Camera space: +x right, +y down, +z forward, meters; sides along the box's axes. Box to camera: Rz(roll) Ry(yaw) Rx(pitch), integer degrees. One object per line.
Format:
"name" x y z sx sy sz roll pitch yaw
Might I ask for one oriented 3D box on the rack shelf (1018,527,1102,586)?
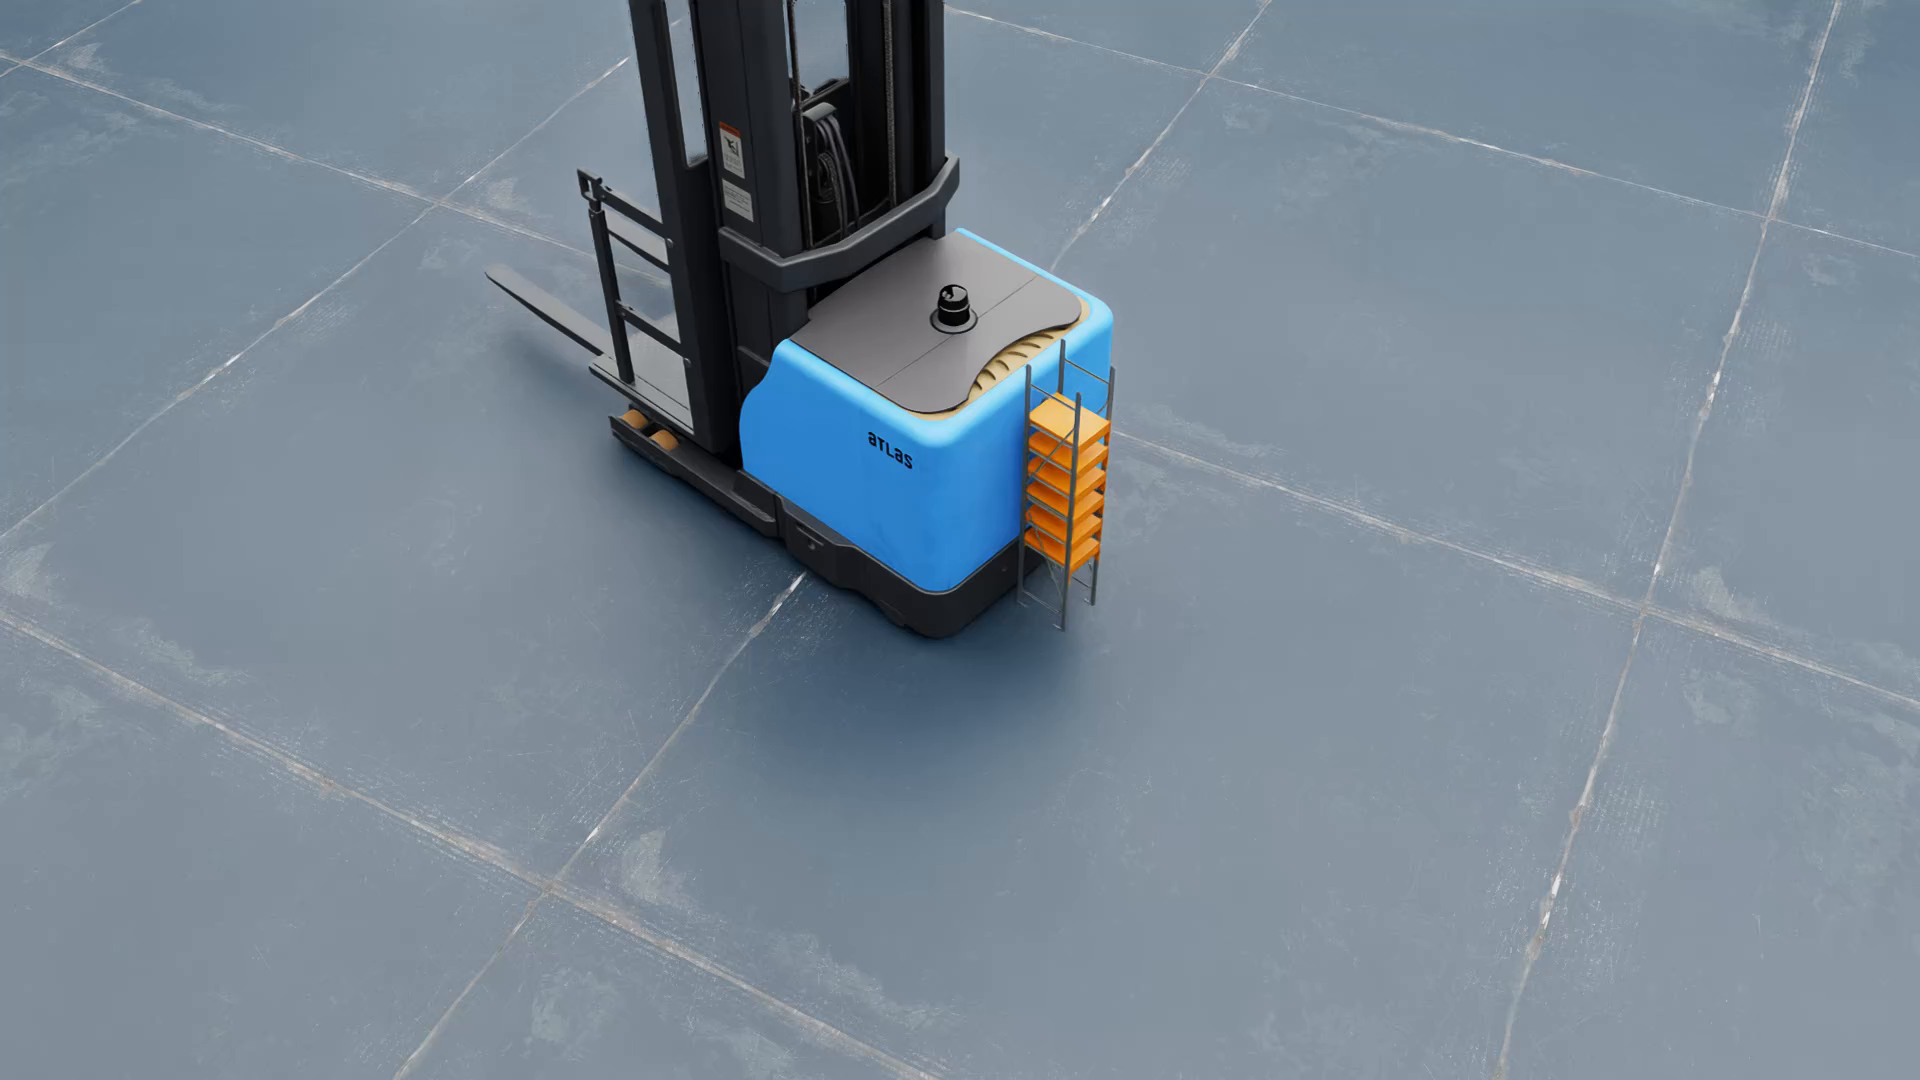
"rack shelf" 0.376 0.029 6.277 0.258 0.103 0.180 33 54 28

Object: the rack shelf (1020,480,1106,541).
"rack shelf" 0.376 -0.139 6.106 0.258 0.103 0.180 33 54 28

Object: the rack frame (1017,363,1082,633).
"rack frame" 0.315 -0.122 6.027 0.240 1.200 0.006 33 54 28

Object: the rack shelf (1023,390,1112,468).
"rack shelf" 0.376 -0.392 5.850 0.258 0.103 0.180 33 54 28

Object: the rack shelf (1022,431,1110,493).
"rack shelf" 0.376 -0.308 5.935 0.258 0.103 0.180 33 54 28

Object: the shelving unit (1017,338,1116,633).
"shelving unit" 0.376 -0.171 6.075 0.258 1.200 0.189 33 54 28

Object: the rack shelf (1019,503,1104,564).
"rack shelf" 0.376 -0.055 6.192 0.258 0.103 0.180 33 54 28

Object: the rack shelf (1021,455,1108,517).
"rack shelf" 0.376 -0.224 6.021 0.258 0.103 0.180 33 54 28

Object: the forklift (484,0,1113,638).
"forklift" -0.852 -1.577 6.248 3.031 2.935 1.130 33 54 28

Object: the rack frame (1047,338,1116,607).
"rack frame" 0.437 -0.219 6.122 0.240 1.200 0.006 33 54 28
